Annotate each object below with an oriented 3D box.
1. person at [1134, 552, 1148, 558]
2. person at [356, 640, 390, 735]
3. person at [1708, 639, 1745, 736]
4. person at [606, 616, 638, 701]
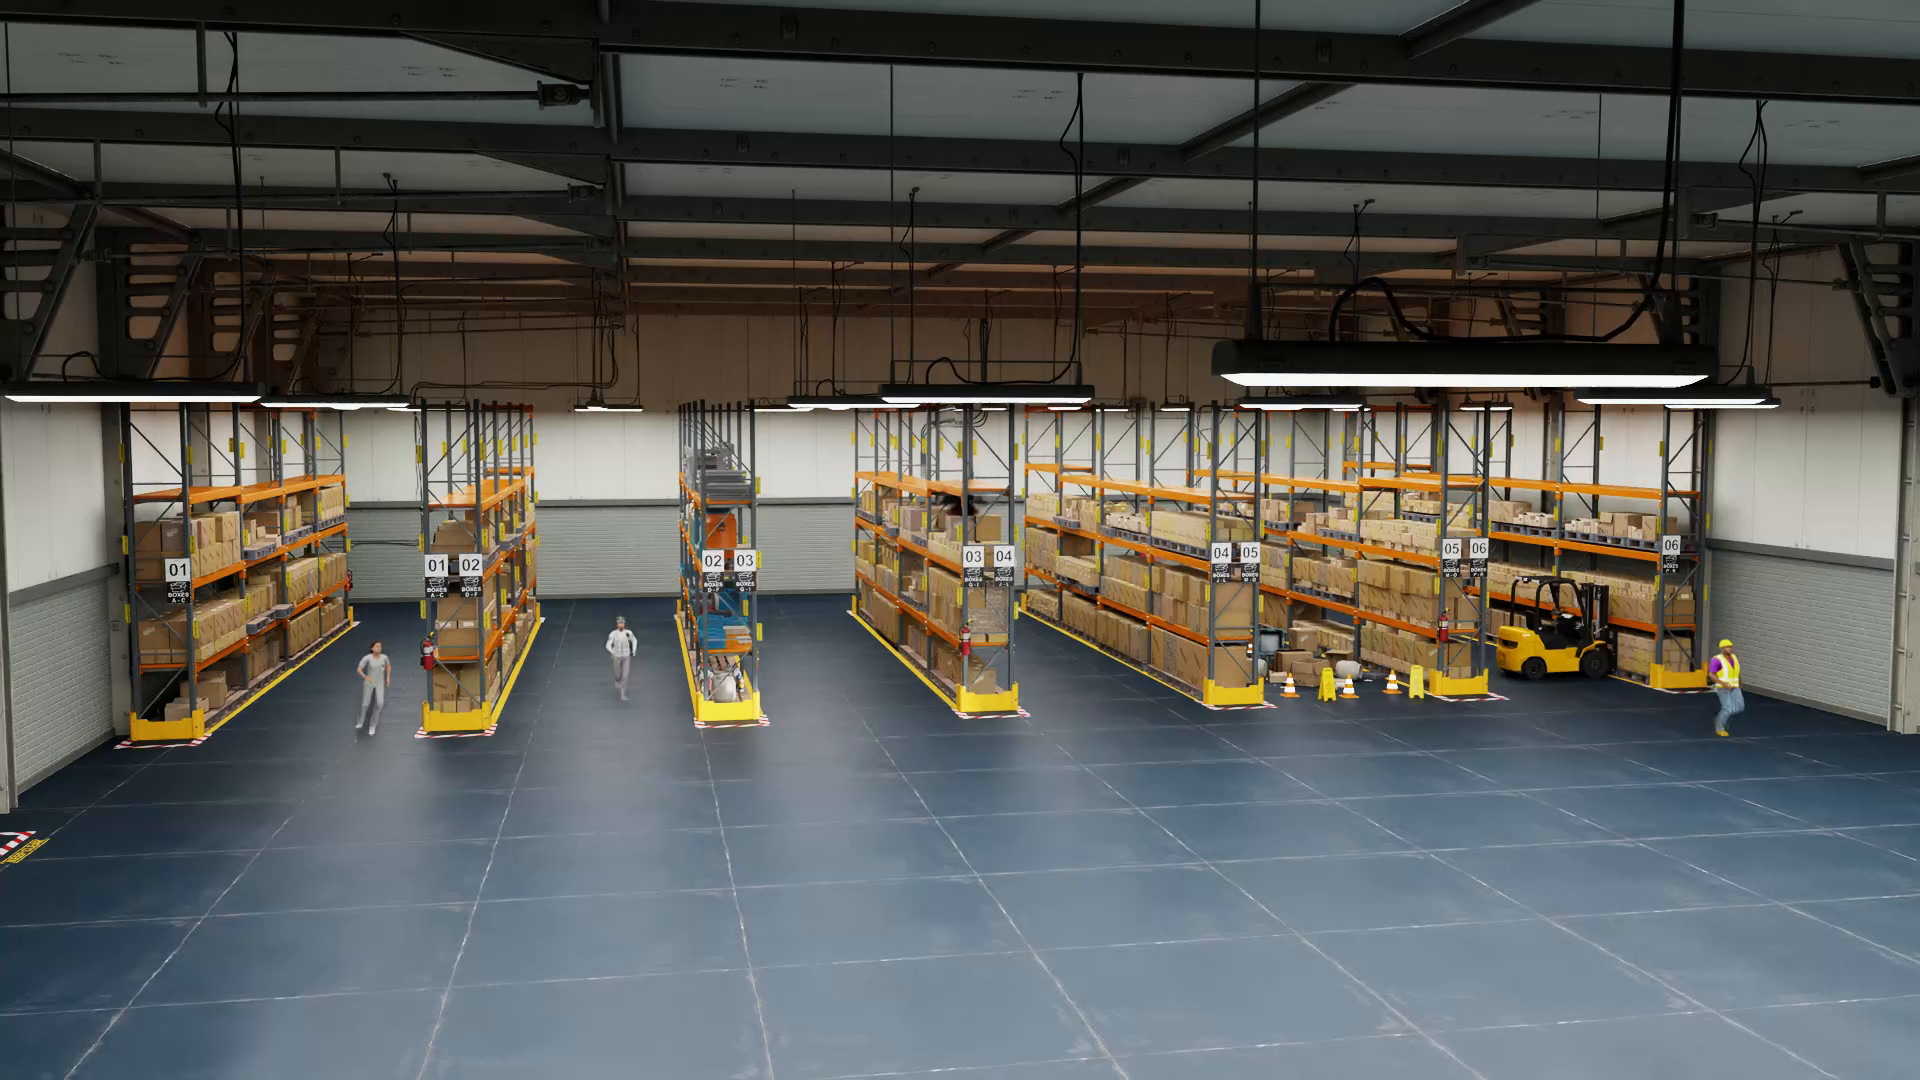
[{"bbox_3d":[5.431,1.030,50.635,0.973,1.729,0.662,-2,5,-24],"label":"person"},{"bbox_3d":[-10.567,2.646,30.005,0.641,1.689,0.685,-3,5,-31],"label":"person"},{"bbox_3d":[13.677,2.630,29.609,0.707,1.724,0.520,-2,5,-19],"label":"person"},{"bbox_3d":[-6.810,2.368,33.566,0.632,1.670,0.783,-1,4,-15],"label":"person"}]
